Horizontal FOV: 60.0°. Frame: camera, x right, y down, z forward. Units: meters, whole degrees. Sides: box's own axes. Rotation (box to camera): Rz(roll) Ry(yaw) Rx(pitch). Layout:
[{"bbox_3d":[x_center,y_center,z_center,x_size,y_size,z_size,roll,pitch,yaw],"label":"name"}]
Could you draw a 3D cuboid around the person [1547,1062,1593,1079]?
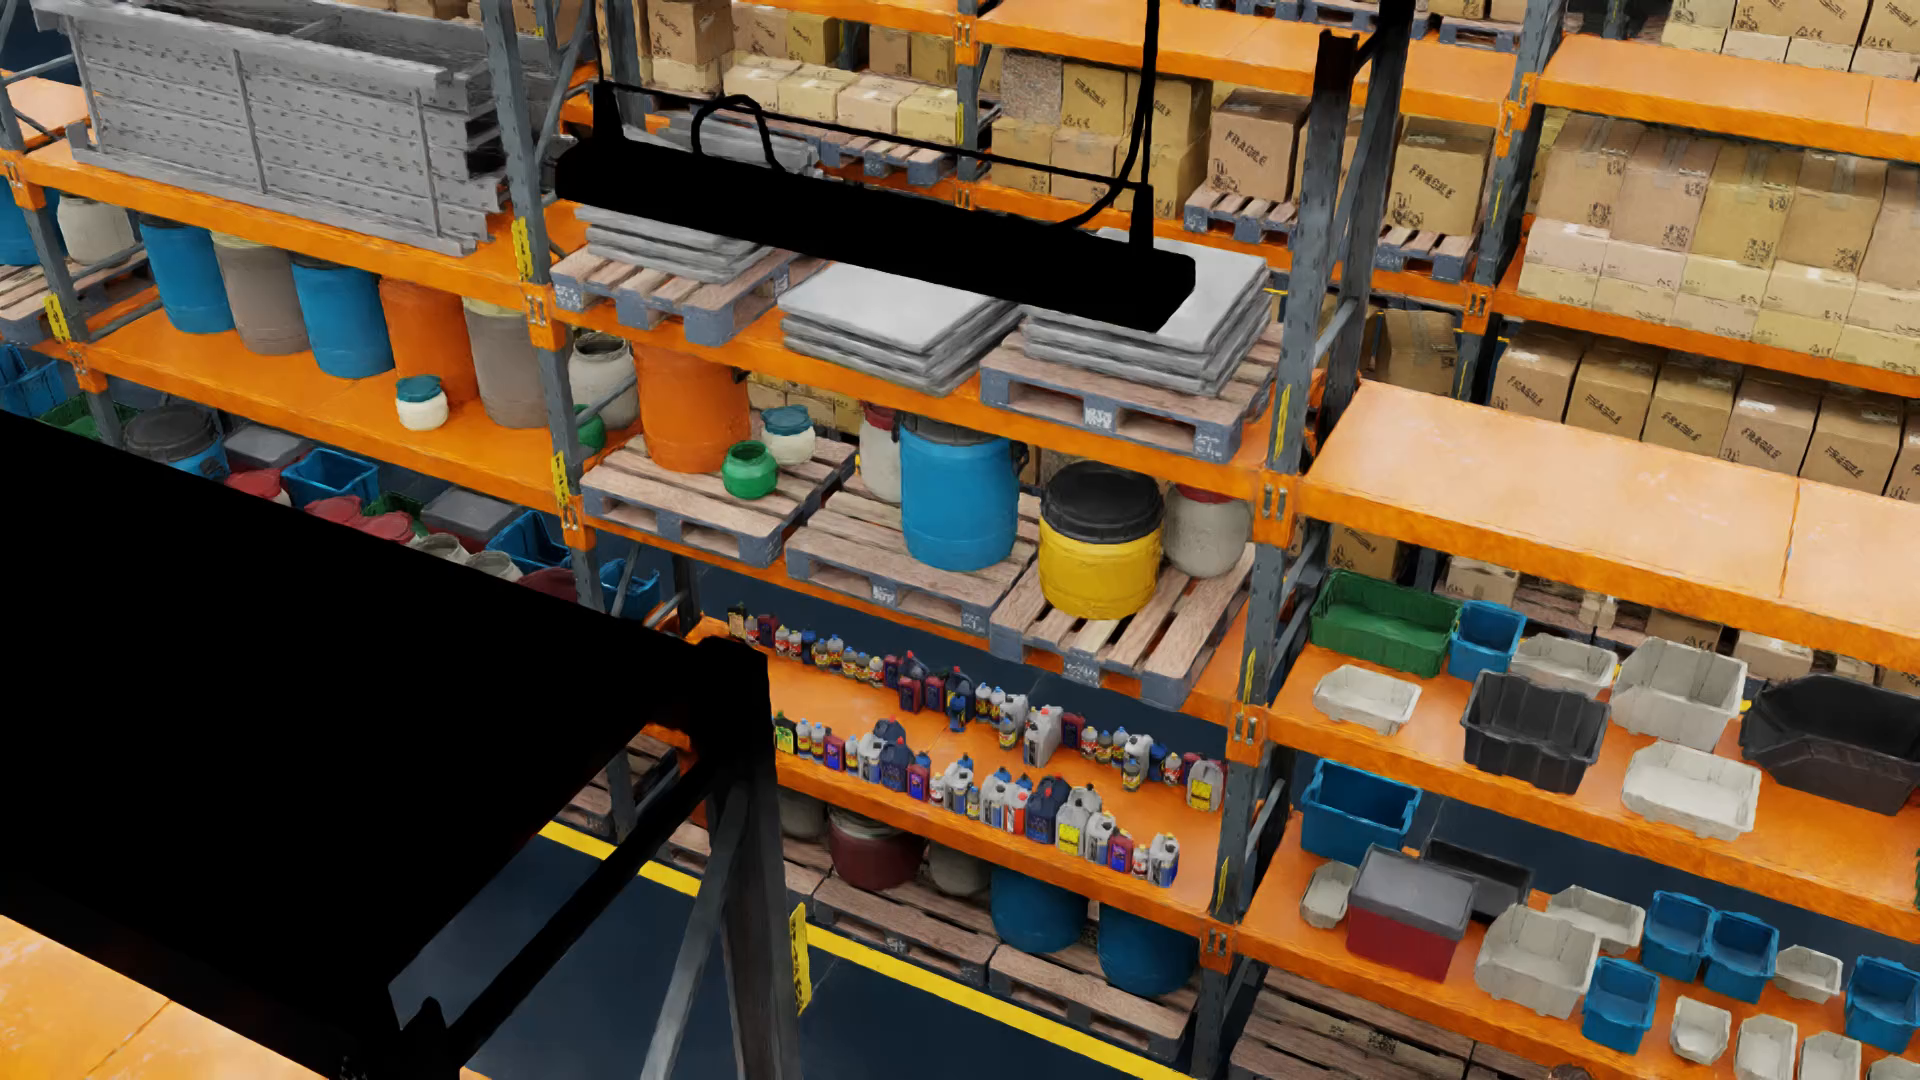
[{"bbox_3d":[2.813,2.798,7.864,0.536,0.909,0.555,5,35,7],"label":"person"}]
